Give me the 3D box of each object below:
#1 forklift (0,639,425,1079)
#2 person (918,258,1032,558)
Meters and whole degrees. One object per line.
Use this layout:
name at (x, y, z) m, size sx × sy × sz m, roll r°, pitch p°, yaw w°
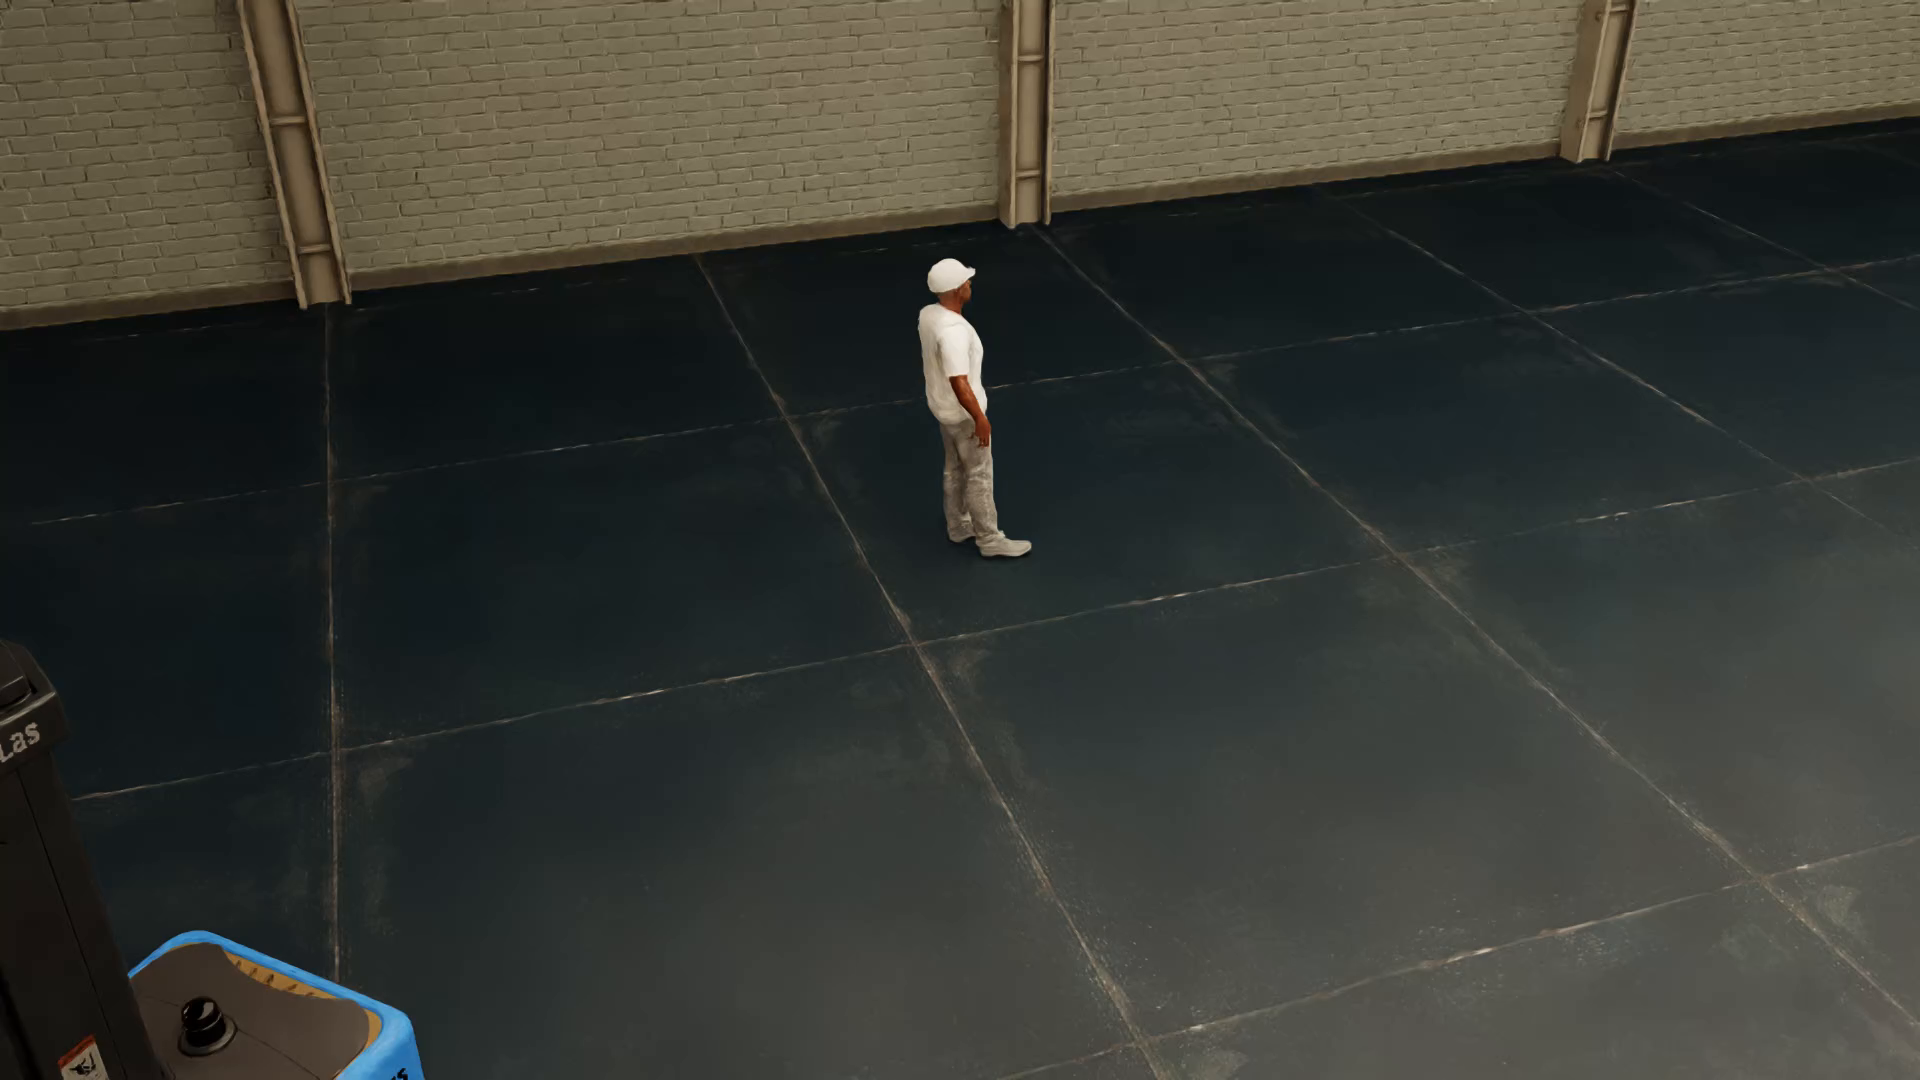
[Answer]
forklift at (-2.809, 1.724, 4.091) m, size 1.130 × 2.935 × 3.031 m, roll 13°, pitch 33°, yaw 22°
person at (0.068, -0.780, 9.597) m, size 0.576 × 1.766 × 0.665 m, roll -10°, pitch 31°, yaw -16°
